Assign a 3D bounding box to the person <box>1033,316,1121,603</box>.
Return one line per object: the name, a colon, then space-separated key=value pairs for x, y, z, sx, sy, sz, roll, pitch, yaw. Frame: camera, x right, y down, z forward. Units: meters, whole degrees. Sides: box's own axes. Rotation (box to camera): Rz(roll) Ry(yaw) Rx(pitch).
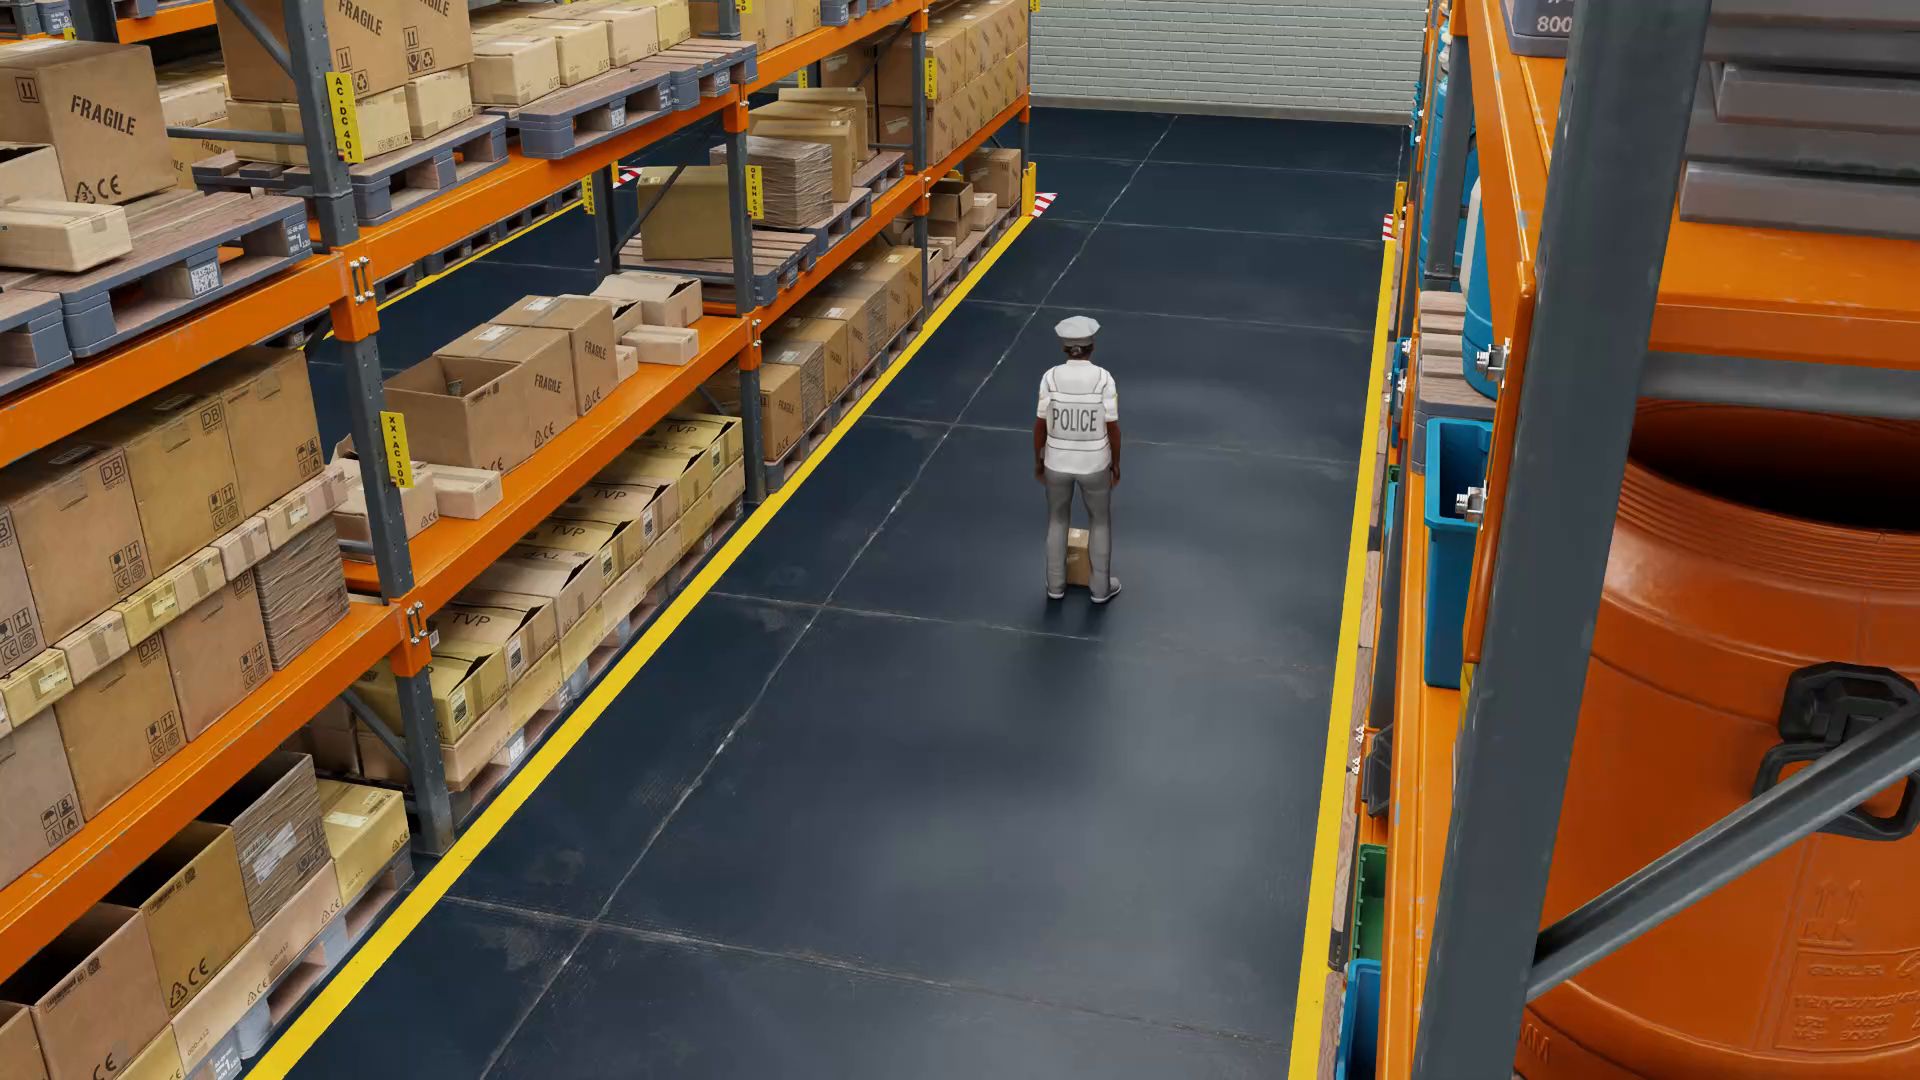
person: x=0.683 y=-0.432 z=9.518 sx=0.527 sy=1.658 sz=0.396 roll=5 pitch=26 yaw=10
